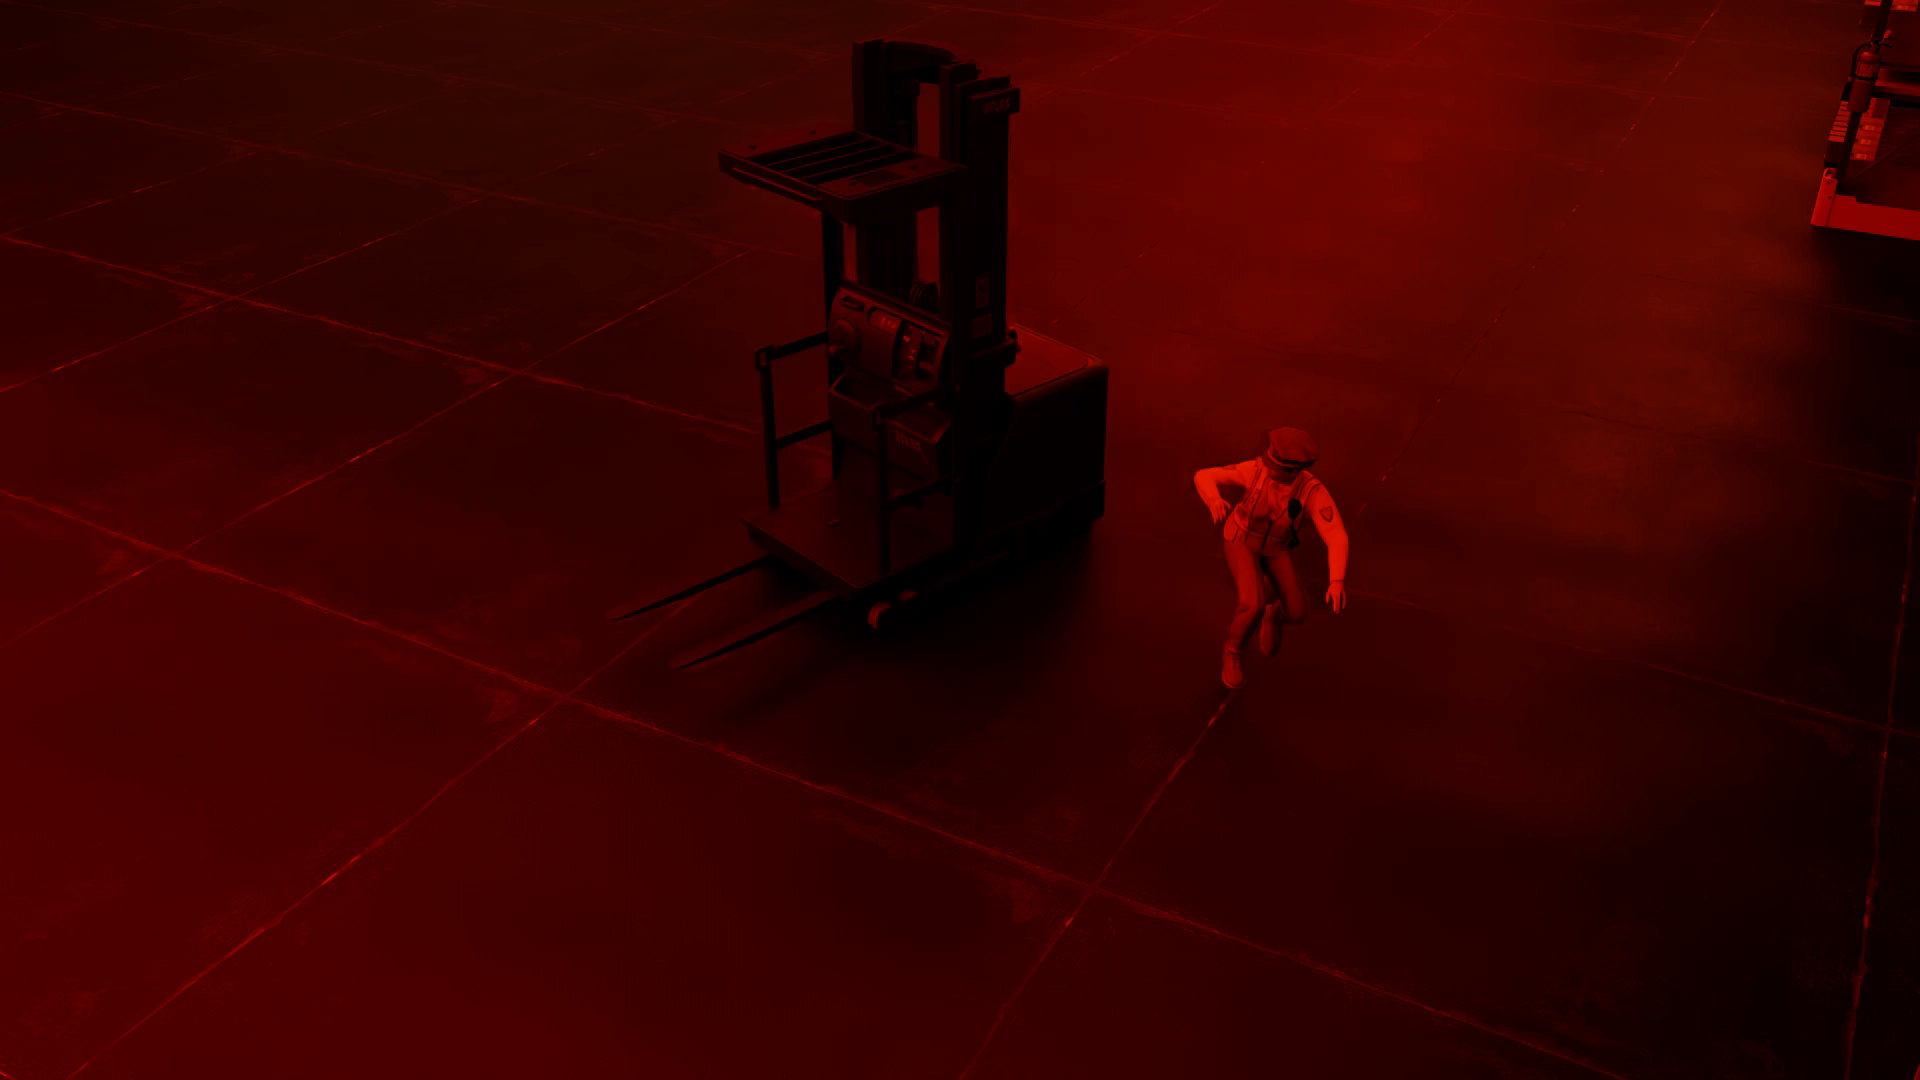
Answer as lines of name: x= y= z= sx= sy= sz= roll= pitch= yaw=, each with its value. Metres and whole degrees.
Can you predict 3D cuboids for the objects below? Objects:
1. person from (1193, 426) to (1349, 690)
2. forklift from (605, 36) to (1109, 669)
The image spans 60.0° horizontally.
person: x=1.551 y=0.117 z=8.405 sx=0.729 sy=1.394 sz=0.898 roll=-1 pitch=30 yaw=-2
forklift: x=-0.547 y=-1.058 z=8.904 sx=3.031 sy=2.935 sz=1.130 roll=-24 pitch=38 yaw=-36
